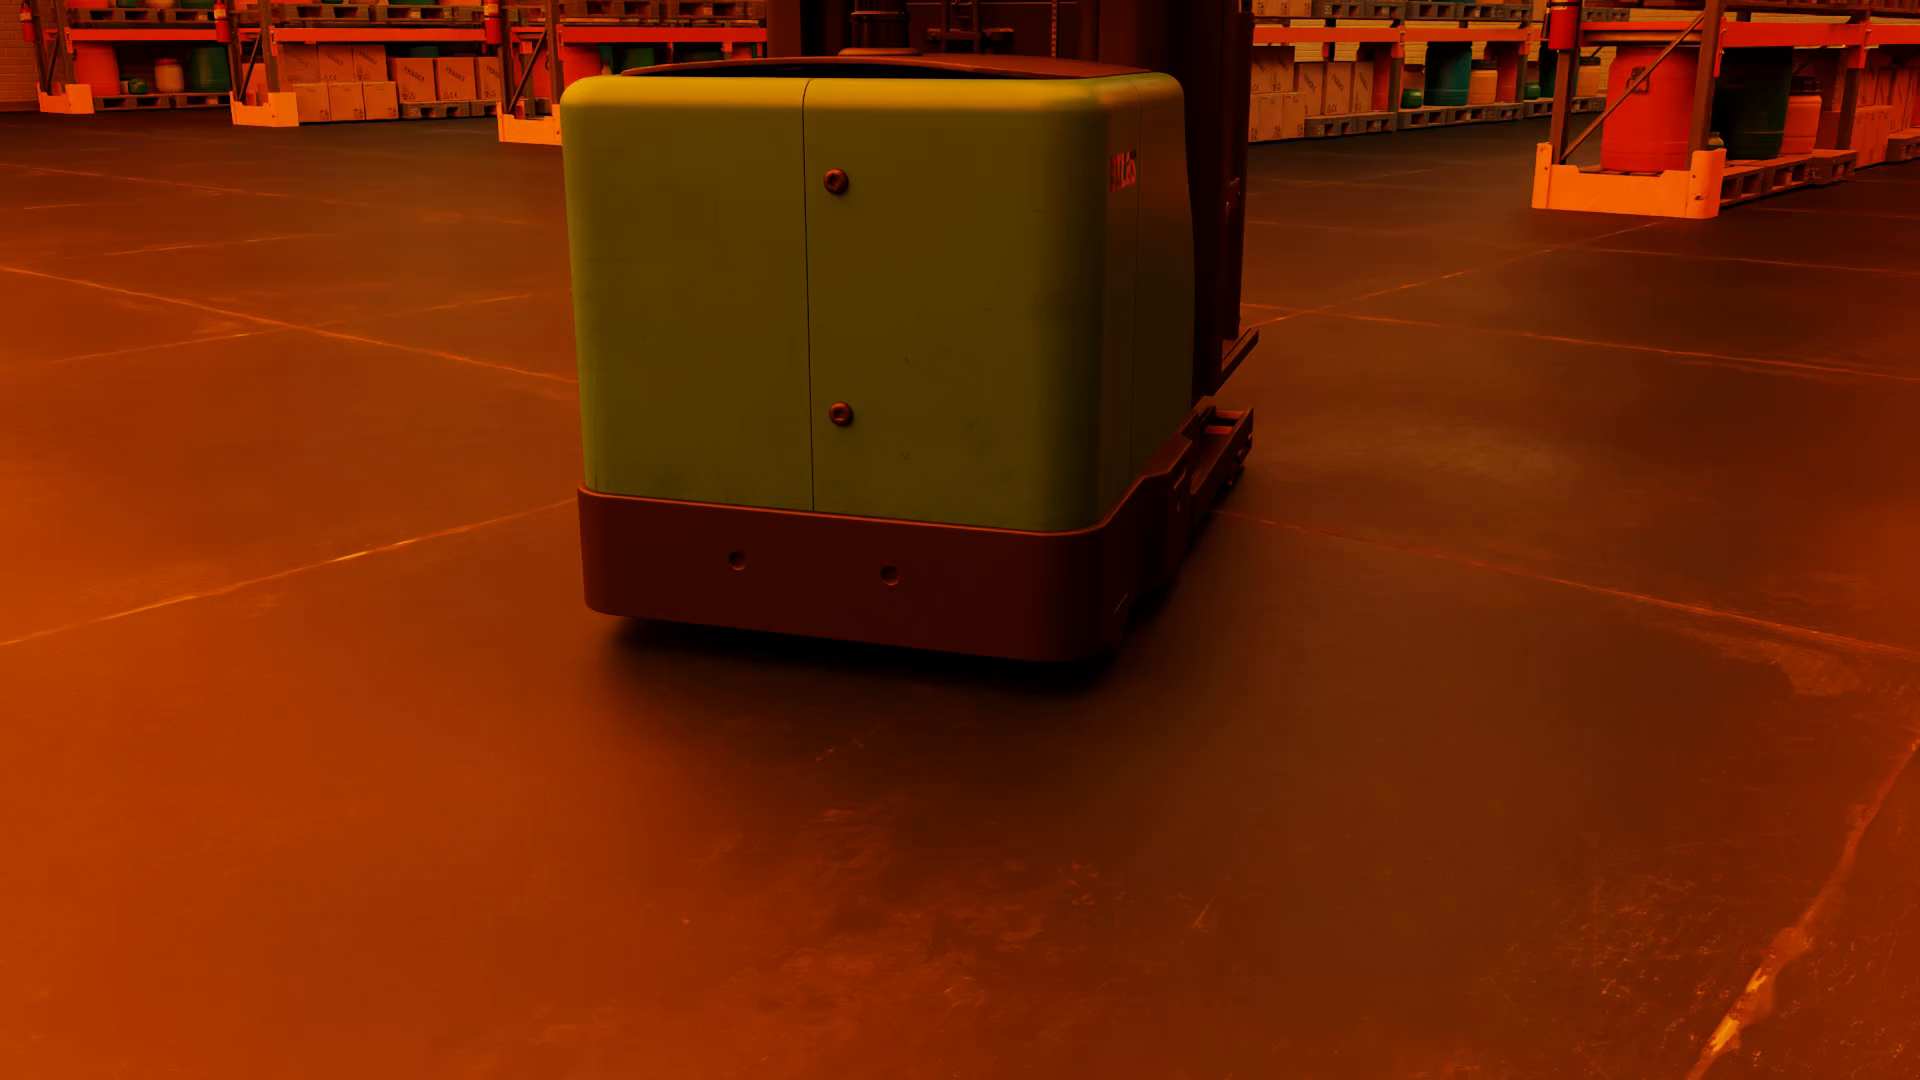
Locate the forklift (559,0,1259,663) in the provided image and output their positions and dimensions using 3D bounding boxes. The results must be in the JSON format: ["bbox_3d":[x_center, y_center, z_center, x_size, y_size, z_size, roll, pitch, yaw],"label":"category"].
[{"bbox_3d":[0.182,-1.571,4.072,1.130,2.935,3.031,5,18,17],"label":"forklift"}]
